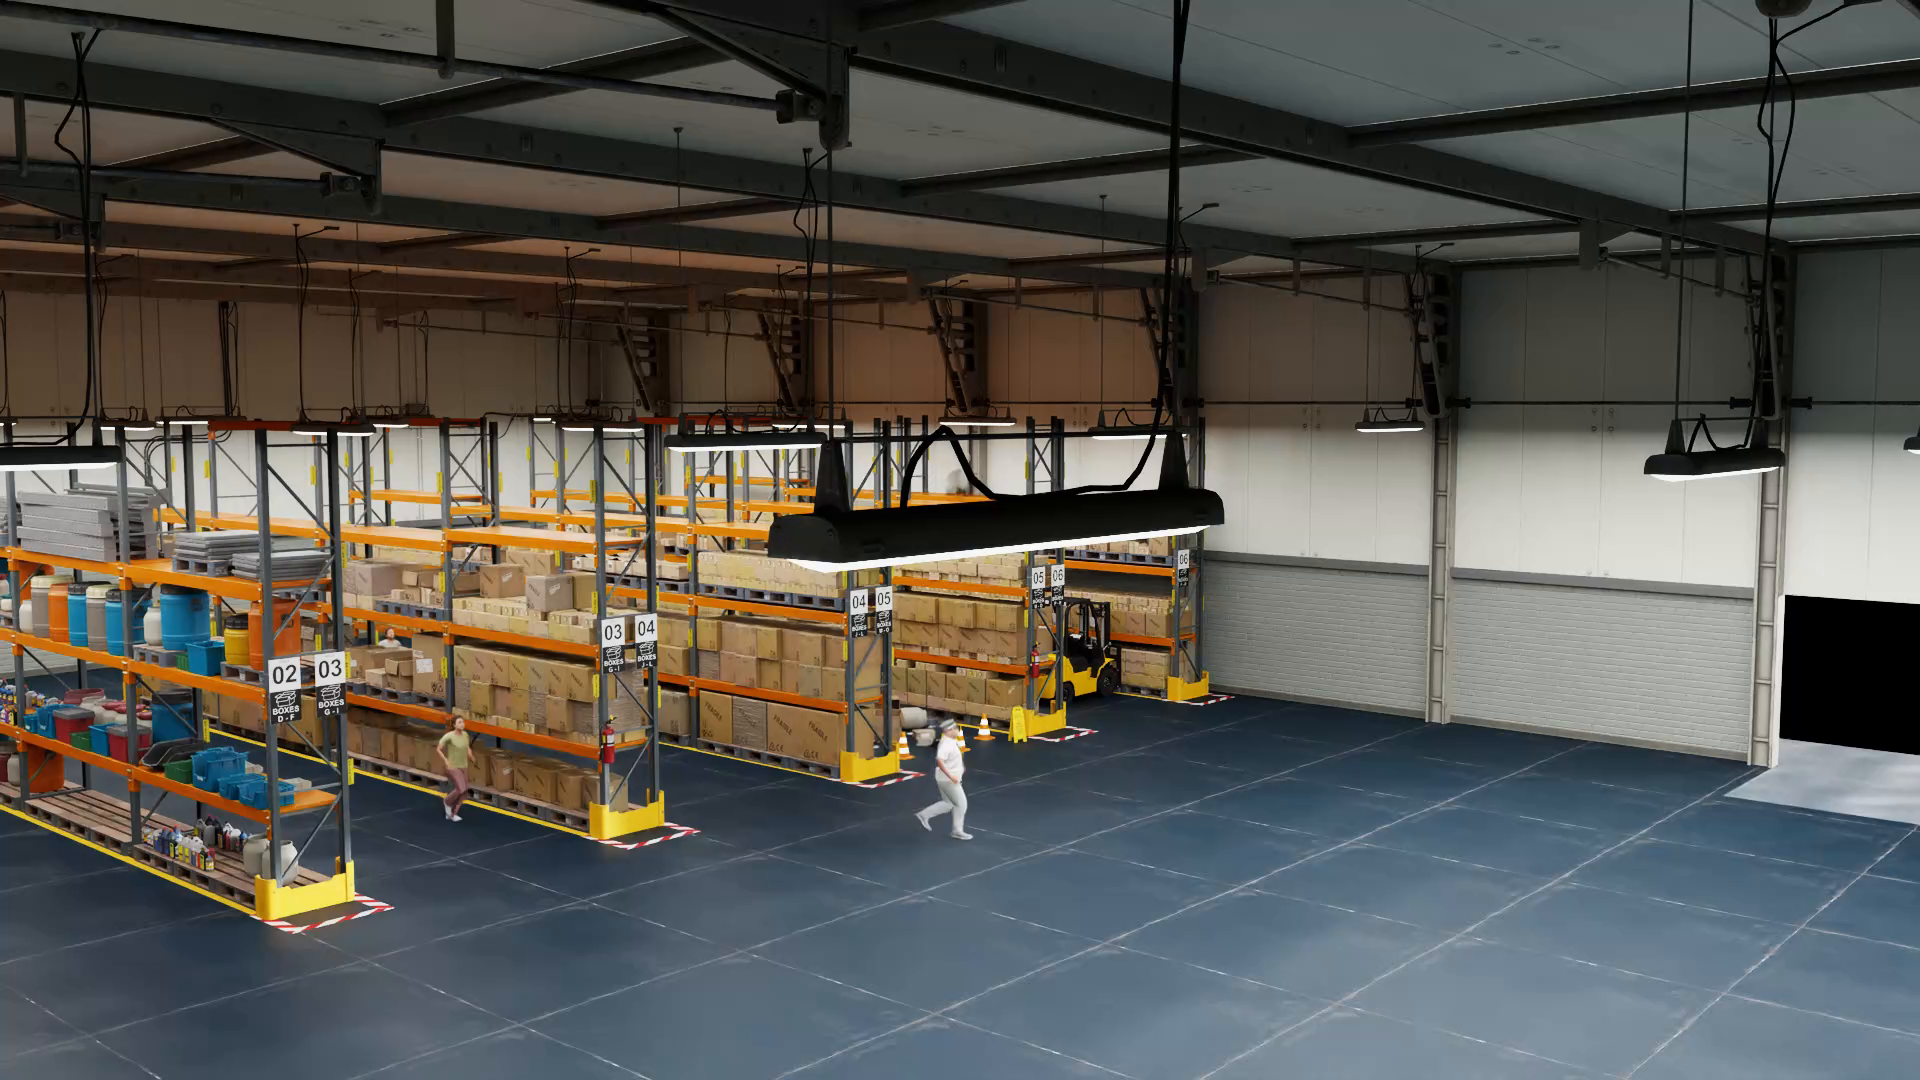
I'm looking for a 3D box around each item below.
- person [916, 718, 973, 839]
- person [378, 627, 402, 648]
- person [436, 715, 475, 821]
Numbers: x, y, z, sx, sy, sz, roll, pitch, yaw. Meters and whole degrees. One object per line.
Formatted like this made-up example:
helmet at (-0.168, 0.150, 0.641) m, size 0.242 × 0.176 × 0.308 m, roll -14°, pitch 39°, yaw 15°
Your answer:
person at (-0.224, 3.463, 24.111) m, size 0.816 × 1.771 × 0.662 m, roll -1°, pitch 5°, yaw -8°
person at (-11.850, 2.636, 34.675) m, size 0.565 × 1.624 × 0.545 m, roll -5°, pitch 7°, yaw -44°
person at (-7.556, 3.439, 25.091) m, size 0.531 × 1.619 × 0.525 m, roll 3°, pitch 6°, yaw 33°
